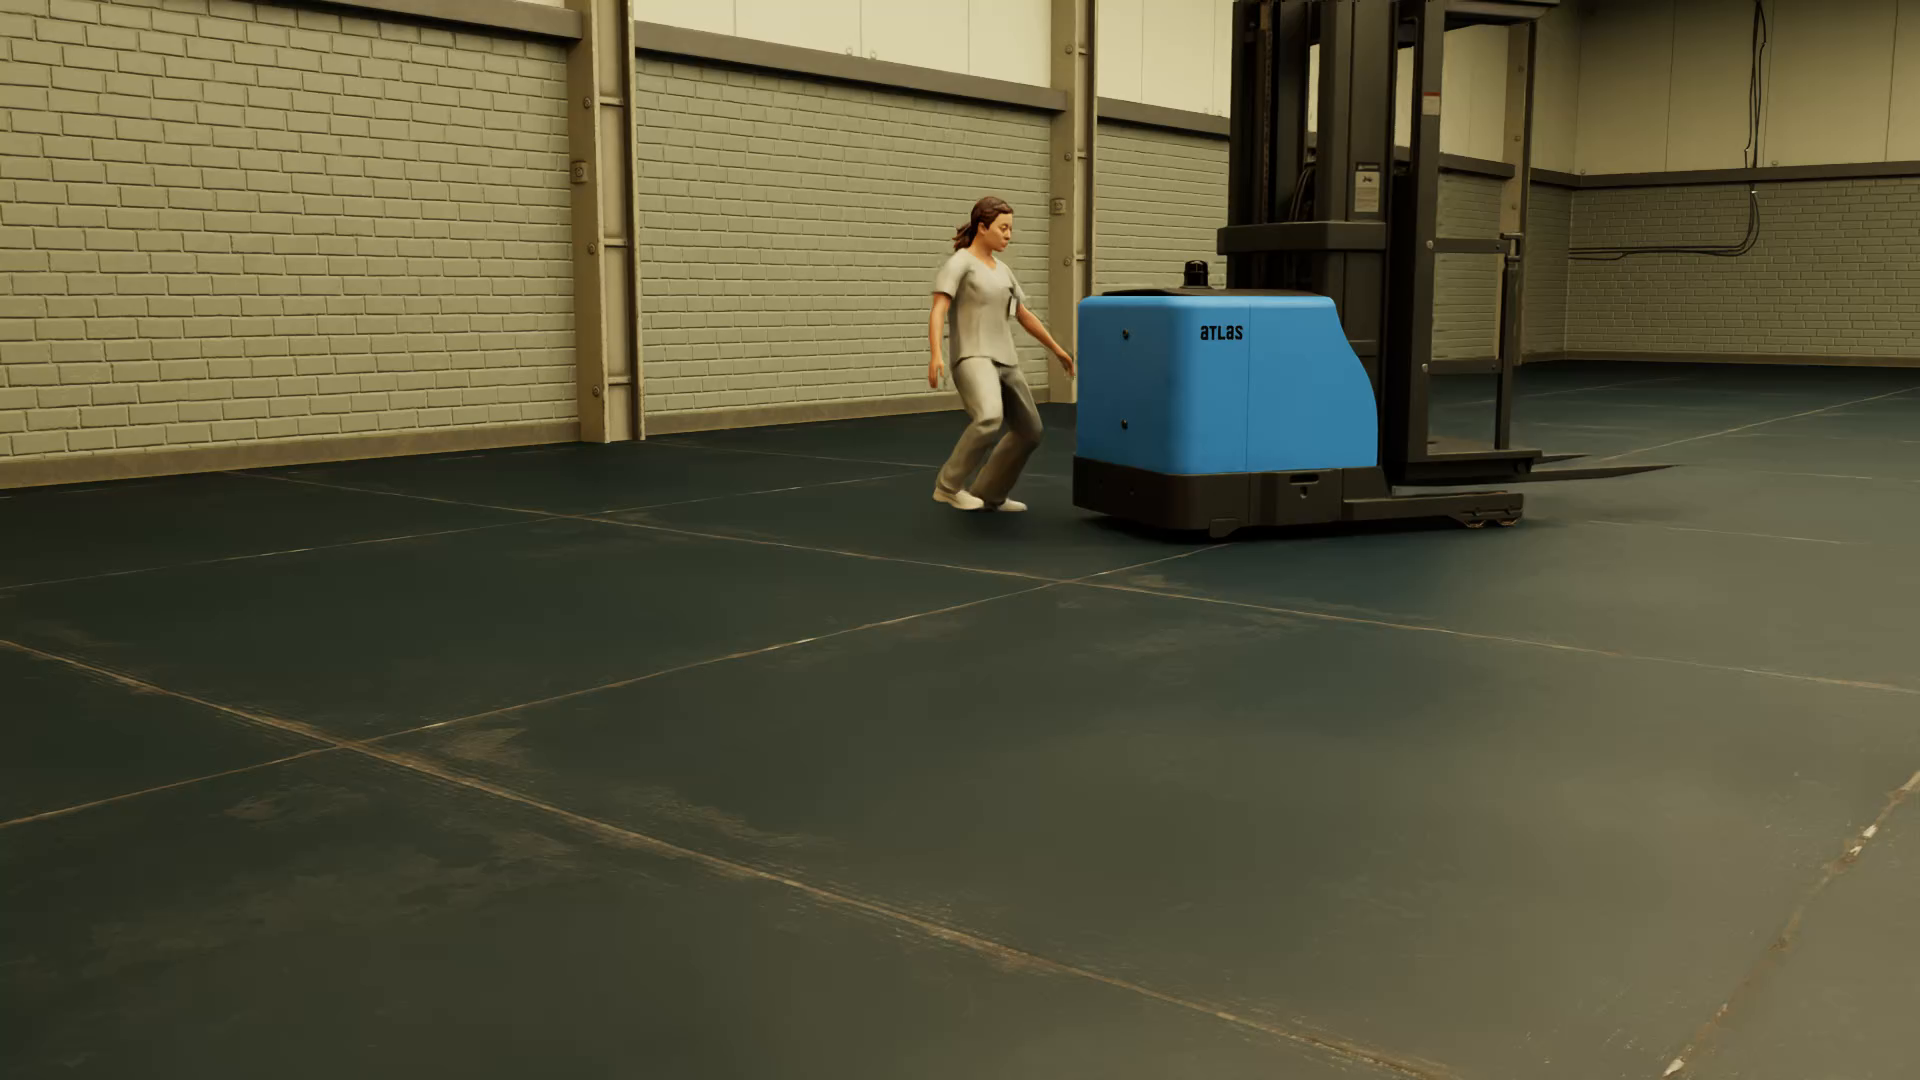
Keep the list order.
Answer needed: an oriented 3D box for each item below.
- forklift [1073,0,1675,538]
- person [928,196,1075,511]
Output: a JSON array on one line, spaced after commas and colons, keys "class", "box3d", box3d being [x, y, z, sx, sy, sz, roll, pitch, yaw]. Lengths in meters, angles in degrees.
[{"class": "forklift", "box3d": [2.114, -1.571, 8.015, 3.031, 2.935, 1.130, -3, 9, -22]}, {"class": "person", "box3d": [0.148, -0.860, 8.007, 0.623, 1.565, 0.837, 8, 12, 44]}]
